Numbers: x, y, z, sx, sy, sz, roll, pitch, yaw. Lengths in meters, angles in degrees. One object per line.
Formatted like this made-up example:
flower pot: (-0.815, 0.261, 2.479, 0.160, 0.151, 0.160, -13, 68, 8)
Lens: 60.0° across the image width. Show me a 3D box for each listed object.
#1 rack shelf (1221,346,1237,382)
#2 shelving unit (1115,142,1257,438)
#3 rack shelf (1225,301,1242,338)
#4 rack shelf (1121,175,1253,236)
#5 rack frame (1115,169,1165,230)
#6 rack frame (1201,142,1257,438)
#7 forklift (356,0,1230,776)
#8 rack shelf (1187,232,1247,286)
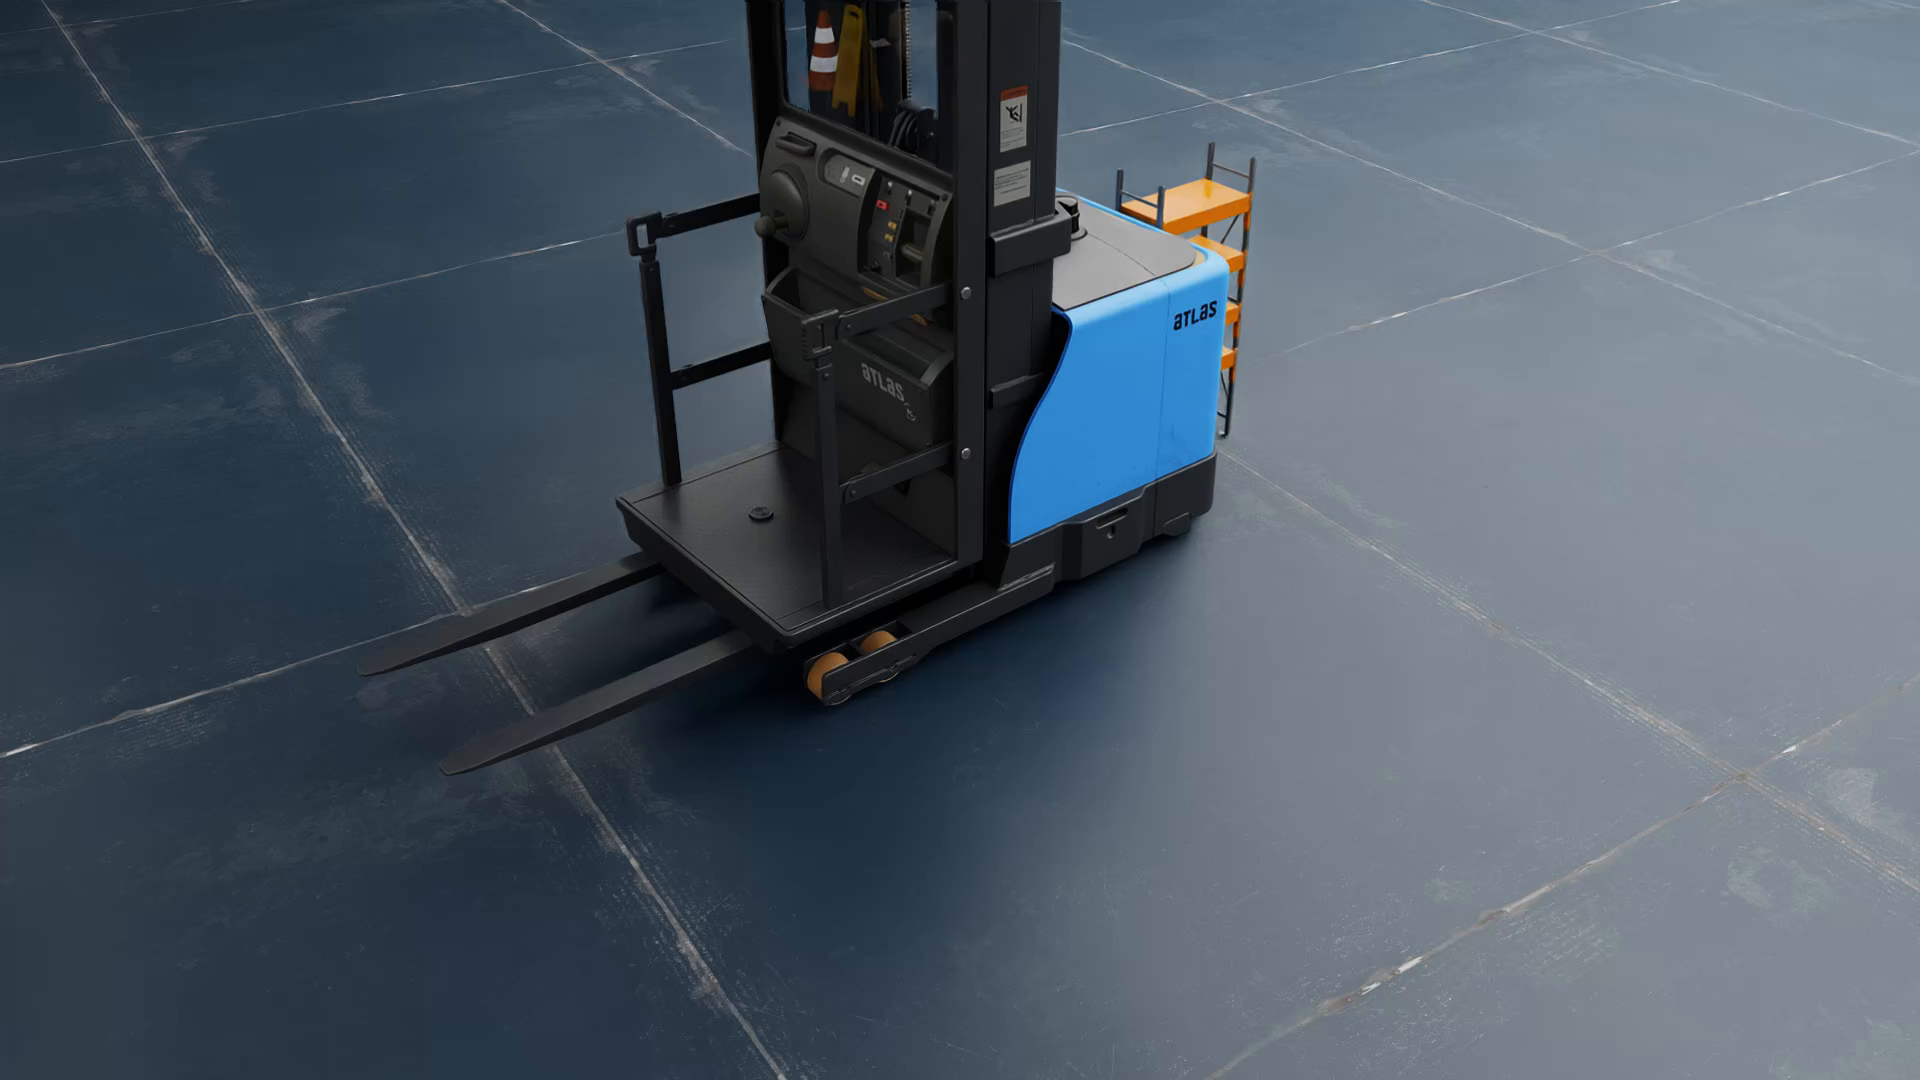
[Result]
rack shelf: (0.855, -0.680, 6.701, 0.480, 0.148, 0.258, -23, 39, -32)
shelving unit: (0.855, -0.905, 6.560, 0.503, 1.200, 0.258, -23, 39, -32)
rack shelf: (0.855, -0.848, 6.596, 0.480, 0.148, 0.258, -23, 39, -32)
rack shelf: (0.855, -1.237, 6.350, 0.480, 0.148, 0.258, -23, 39, -32)
rack frame: (0.665, -0.823, 6.430, 0.015, 1.200, 0.240, -23, 39, -32)
rack frame: (1.045, -0.986, 6.689, 0.015, 1.200, 0.240, -23, 39, -32)
forklift: (-0.504, -1.023, 5.124, 3.031, 2.935, 1.130, -23, 39, -32)
rack shelf: (0.855, -1.037, 6.476, 0.480, 0.148, 0.258, -23, 39, -32)
